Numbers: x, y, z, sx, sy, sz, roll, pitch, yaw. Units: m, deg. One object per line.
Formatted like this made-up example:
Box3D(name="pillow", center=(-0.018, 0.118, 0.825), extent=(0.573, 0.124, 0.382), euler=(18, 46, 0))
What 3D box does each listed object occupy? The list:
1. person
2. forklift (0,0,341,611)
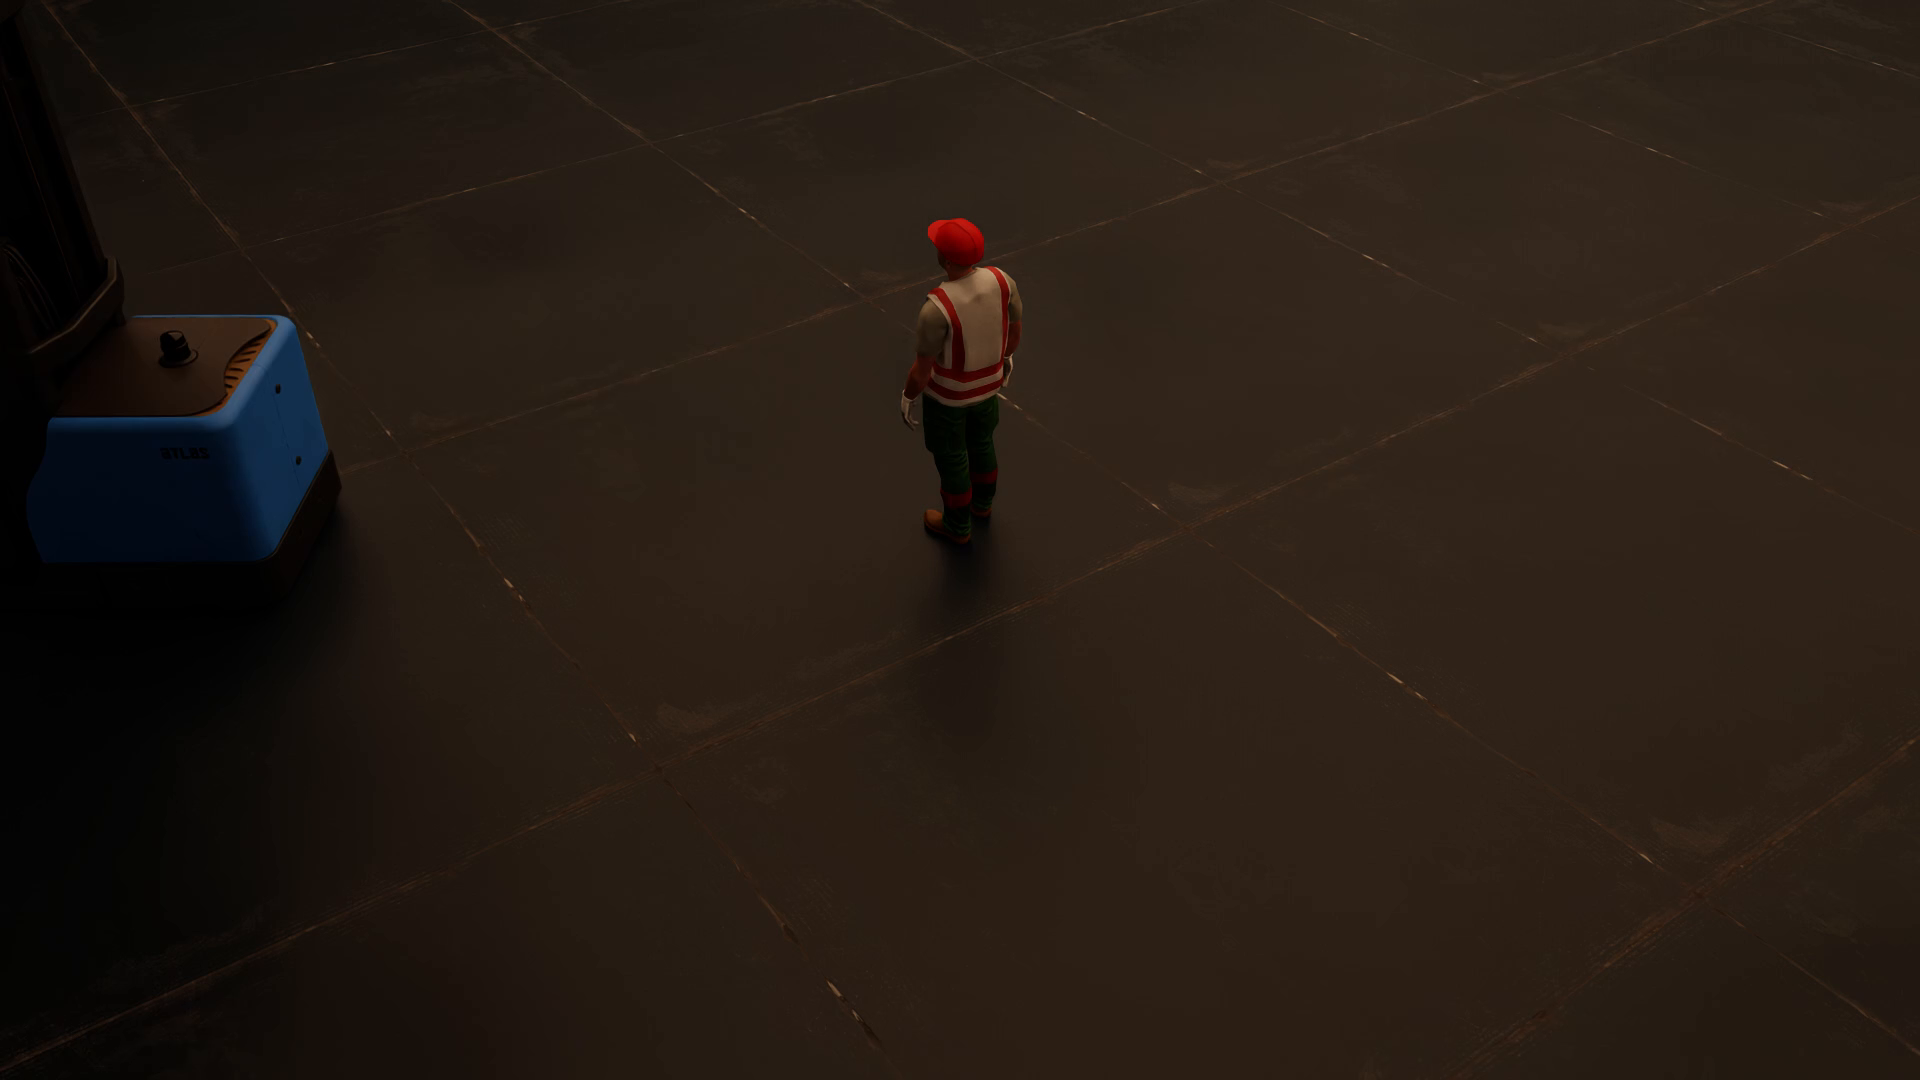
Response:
Box3D(name="person", center=(-0.036, -0.768, 7.932), extent=(0.637, 1.787, 0.564), euler=(-23, 42, -28))
Box3D(name="forklift", center=(-4.729, -1.123, 7.463), extent=(3.031, 2.935, 1.130), euler=(0, 36, 0))
